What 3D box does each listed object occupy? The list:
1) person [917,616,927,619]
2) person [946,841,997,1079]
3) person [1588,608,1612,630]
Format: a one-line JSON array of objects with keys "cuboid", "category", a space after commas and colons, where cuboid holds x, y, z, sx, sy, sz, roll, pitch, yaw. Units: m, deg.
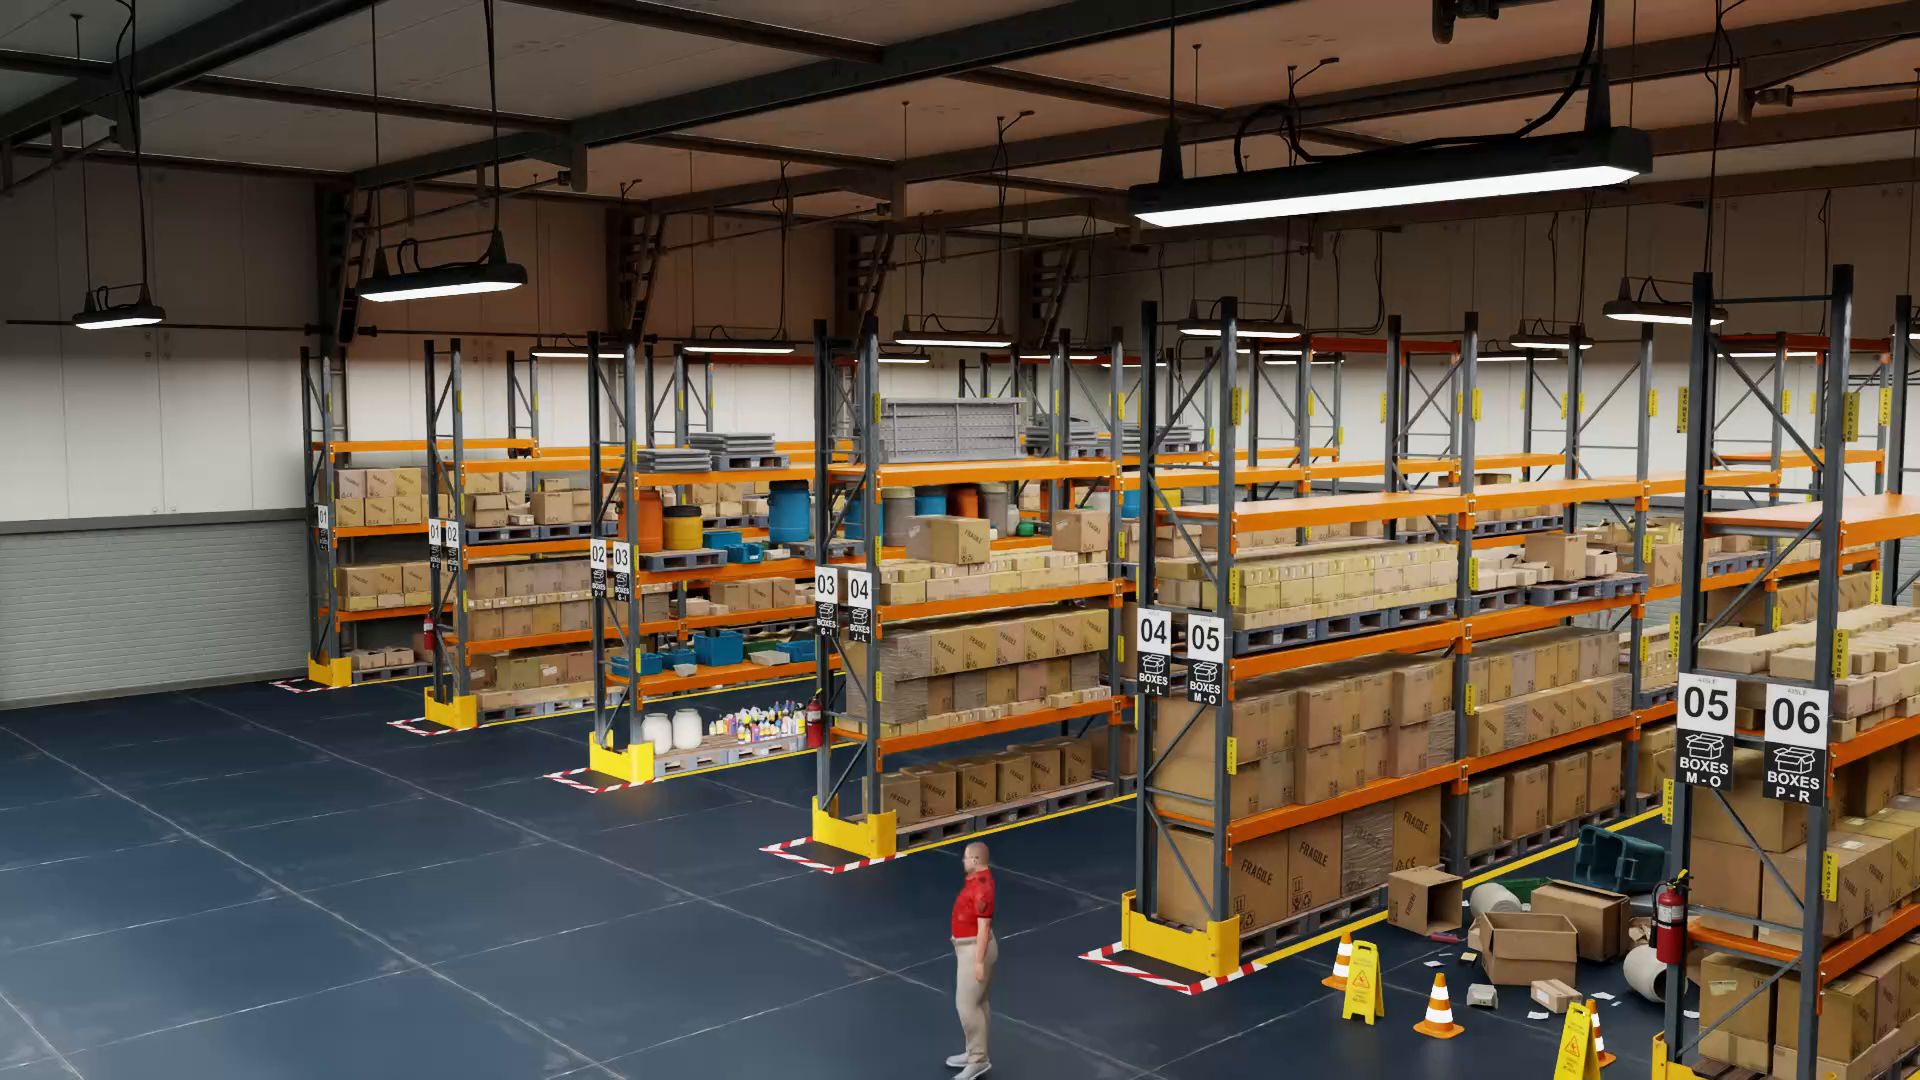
[{"cuboid": [-0.605, 1.523, 30.705, 0.576, 1.780, 0.569, -4, 7, -40], "category": "person"}, {"cuboid": [0.090, 3.204, 12.724, 0.391, 1.777, 0.617, 0, 5, 2], "category": "person"}, {"cuboid": [12.723, 1.444, 33.076, 0.471, 1.696, 0.533, 3, 6, 31], "category": "person"}]
